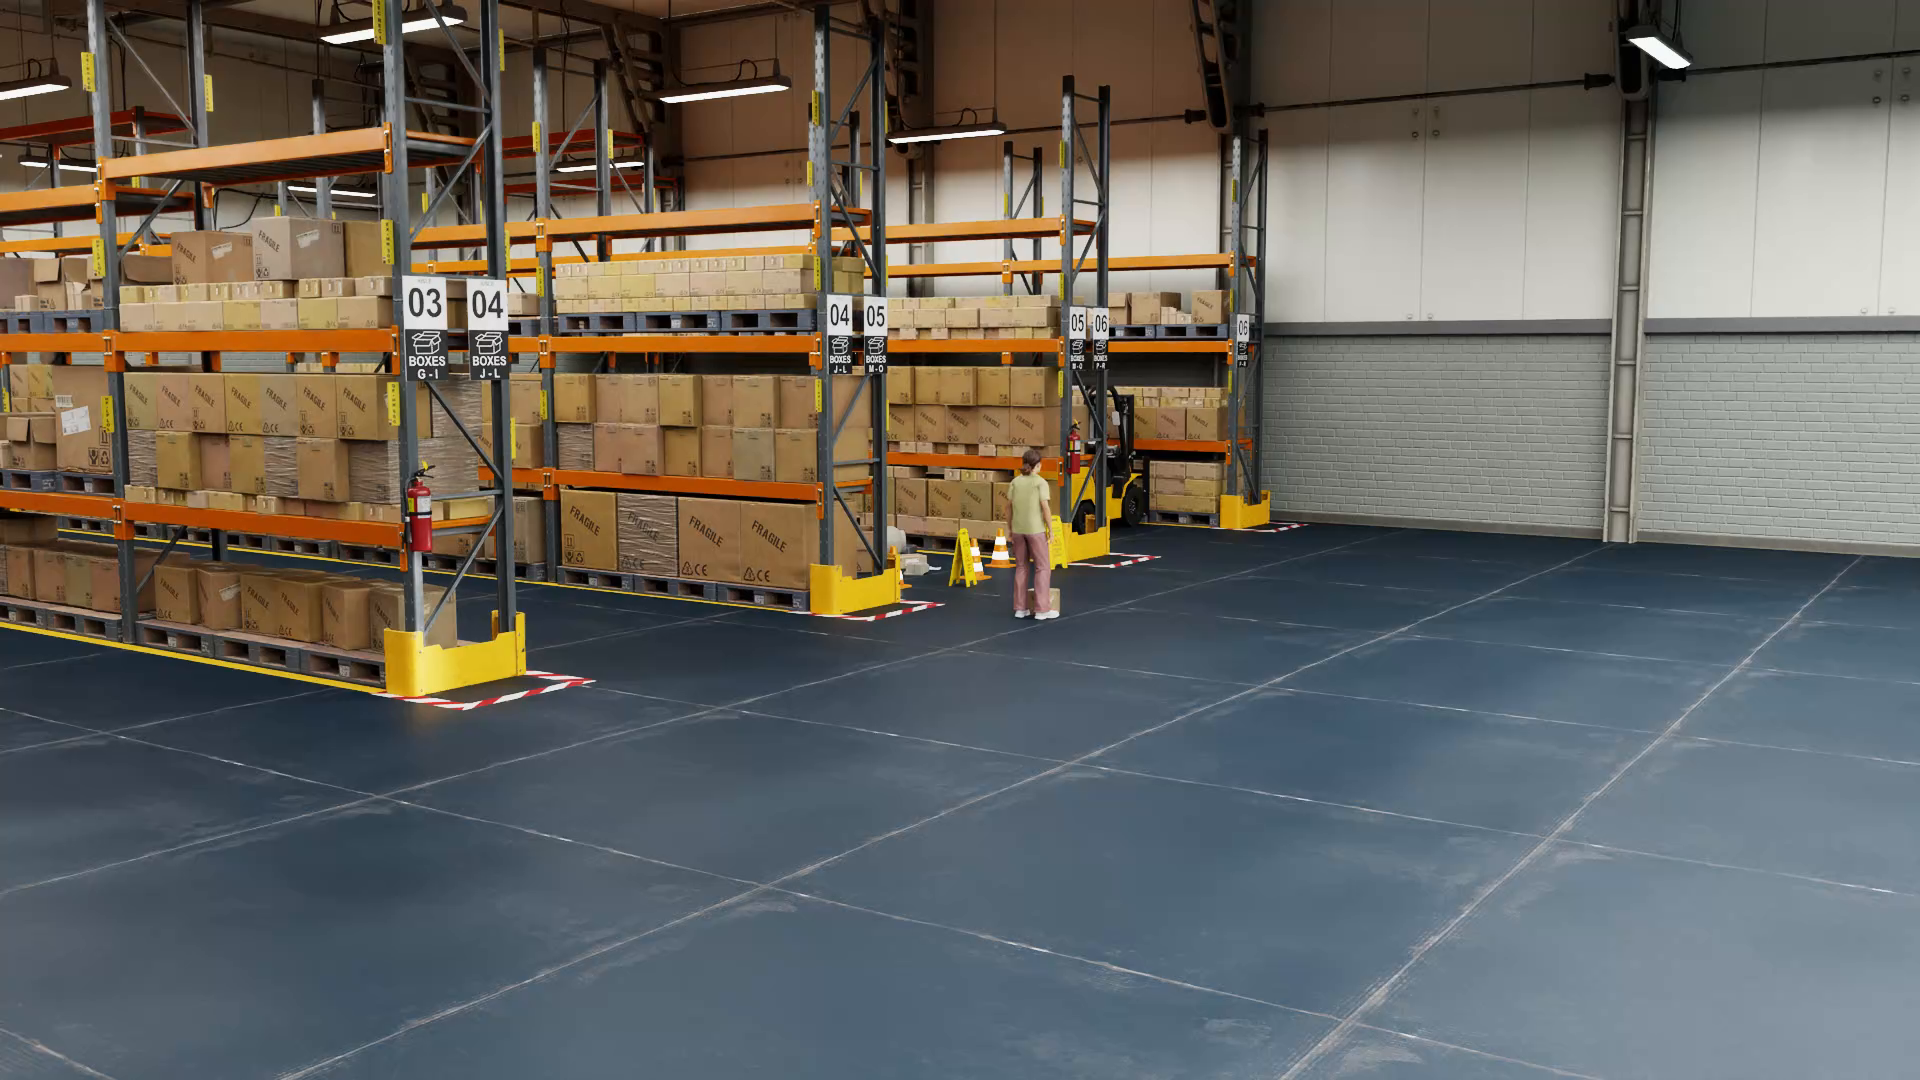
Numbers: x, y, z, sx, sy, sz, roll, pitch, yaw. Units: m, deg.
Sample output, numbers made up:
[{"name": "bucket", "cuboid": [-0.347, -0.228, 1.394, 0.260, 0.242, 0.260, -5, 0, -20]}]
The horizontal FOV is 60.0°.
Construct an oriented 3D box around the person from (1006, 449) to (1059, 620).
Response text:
[{"name": "person", "cuboid": [0.703, -0.060, 16.510, 0.507, 1.672, 0.354, 4, 8, 32]}]
